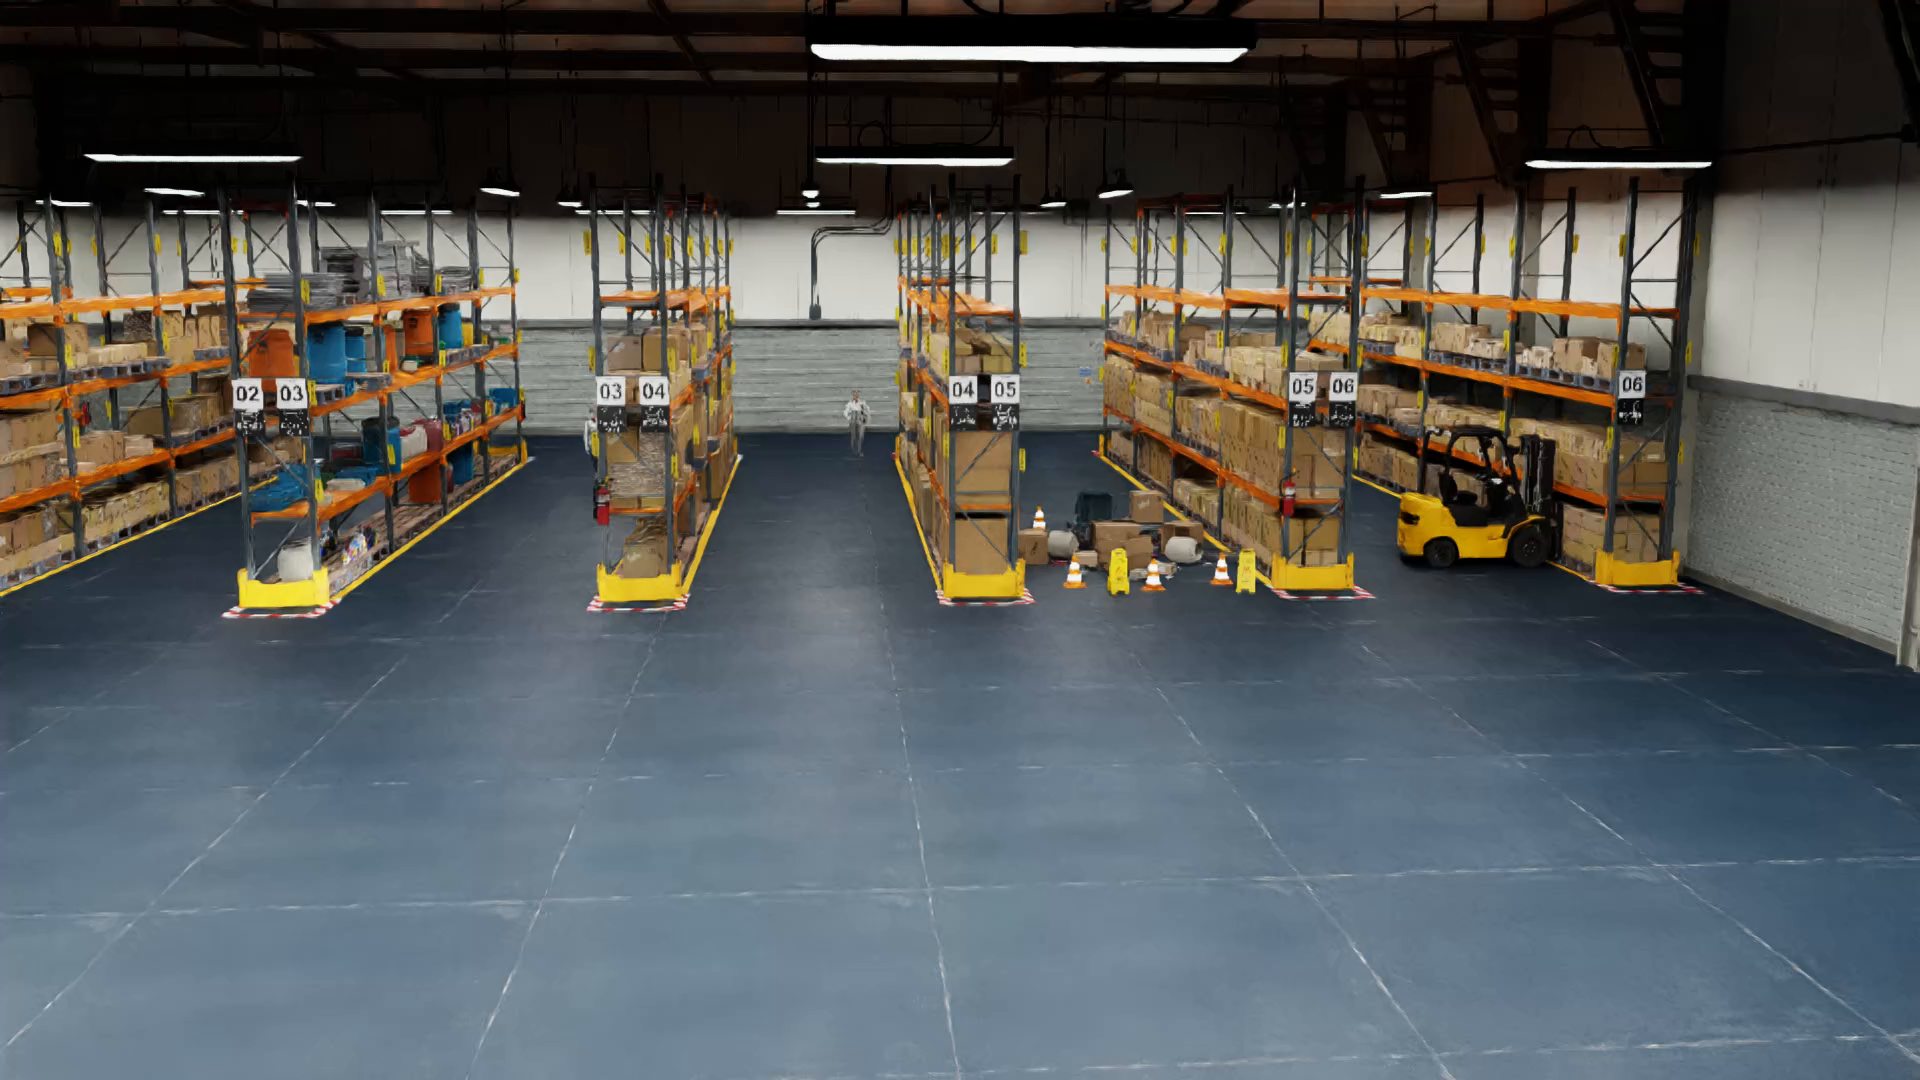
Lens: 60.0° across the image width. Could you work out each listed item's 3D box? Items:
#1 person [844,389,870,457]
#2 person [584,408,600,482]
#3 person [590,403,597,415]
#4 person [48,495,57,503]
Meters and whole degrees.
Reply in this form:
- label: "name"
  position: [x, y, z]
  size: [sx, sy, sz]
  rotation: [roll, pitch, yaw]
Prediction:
- label: "person"
  position: [-2.485, -2.838, 40.110]
  size: [0.636, 1.621, 0.814]
  rotation: [0, 10, 1]
- label: "person"
  position: [-7.816, -2.055, 35.651]
  size: [0.495, 1.589, 1.067]
  rotation: [0, 10, -3]
- label: "person"
  position: [-8.571, -2.751, 39.882]
  size: [0.566, 1.541, 0.519]
  rotation: [-1, 10, -7]
- label: "person"
  position: [-17.801, -1.473, 32.116]
  size: [0.591, 1.716, 1.042]
  rotation: [-1, 10, -6]
